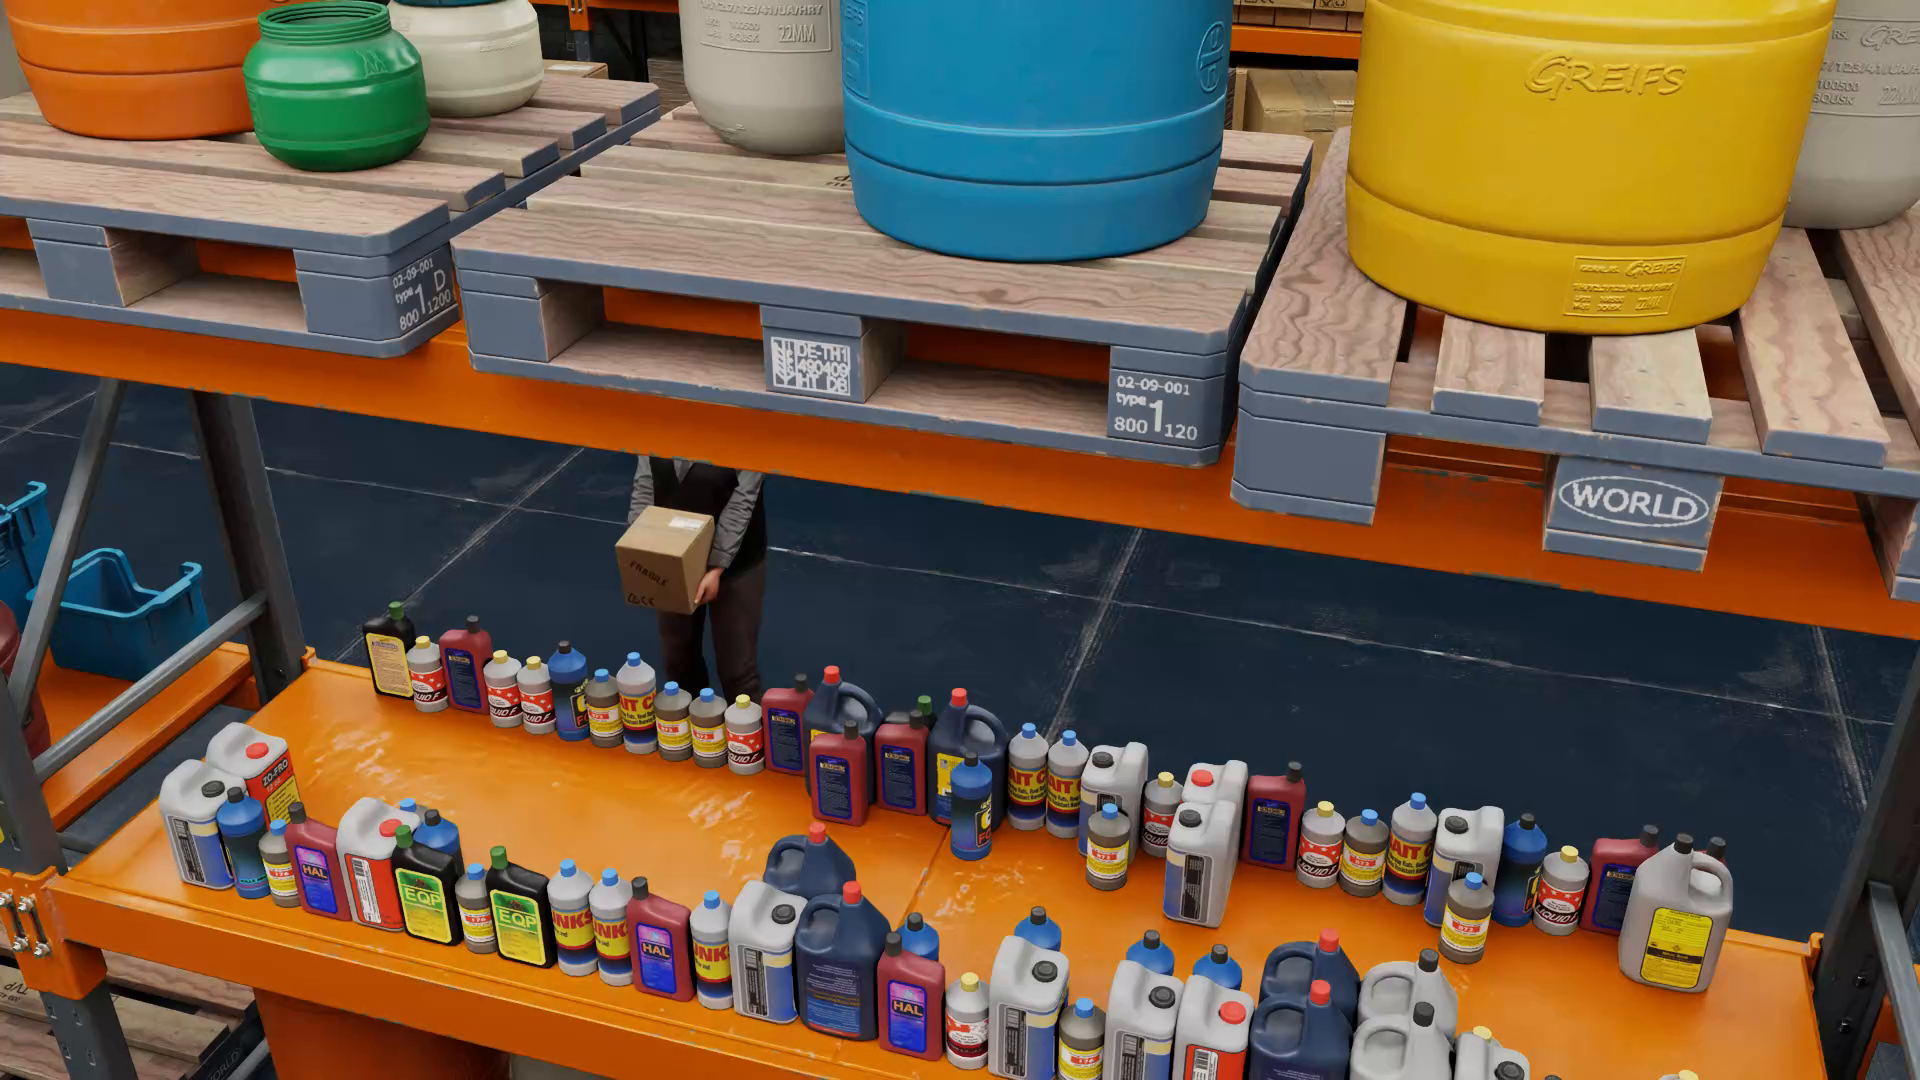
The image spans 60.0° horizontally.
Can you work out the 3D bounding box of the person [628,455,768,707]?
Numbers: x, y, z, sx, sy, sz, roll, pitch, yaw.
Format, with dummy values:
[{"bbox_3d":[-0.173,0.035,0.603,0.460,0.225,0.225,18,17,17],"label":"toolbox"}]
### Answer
[{"bbox_3d":[-0.919,0.127,5.931,0.494,1.711,0.550,9,30,16],"label":"person"}]
